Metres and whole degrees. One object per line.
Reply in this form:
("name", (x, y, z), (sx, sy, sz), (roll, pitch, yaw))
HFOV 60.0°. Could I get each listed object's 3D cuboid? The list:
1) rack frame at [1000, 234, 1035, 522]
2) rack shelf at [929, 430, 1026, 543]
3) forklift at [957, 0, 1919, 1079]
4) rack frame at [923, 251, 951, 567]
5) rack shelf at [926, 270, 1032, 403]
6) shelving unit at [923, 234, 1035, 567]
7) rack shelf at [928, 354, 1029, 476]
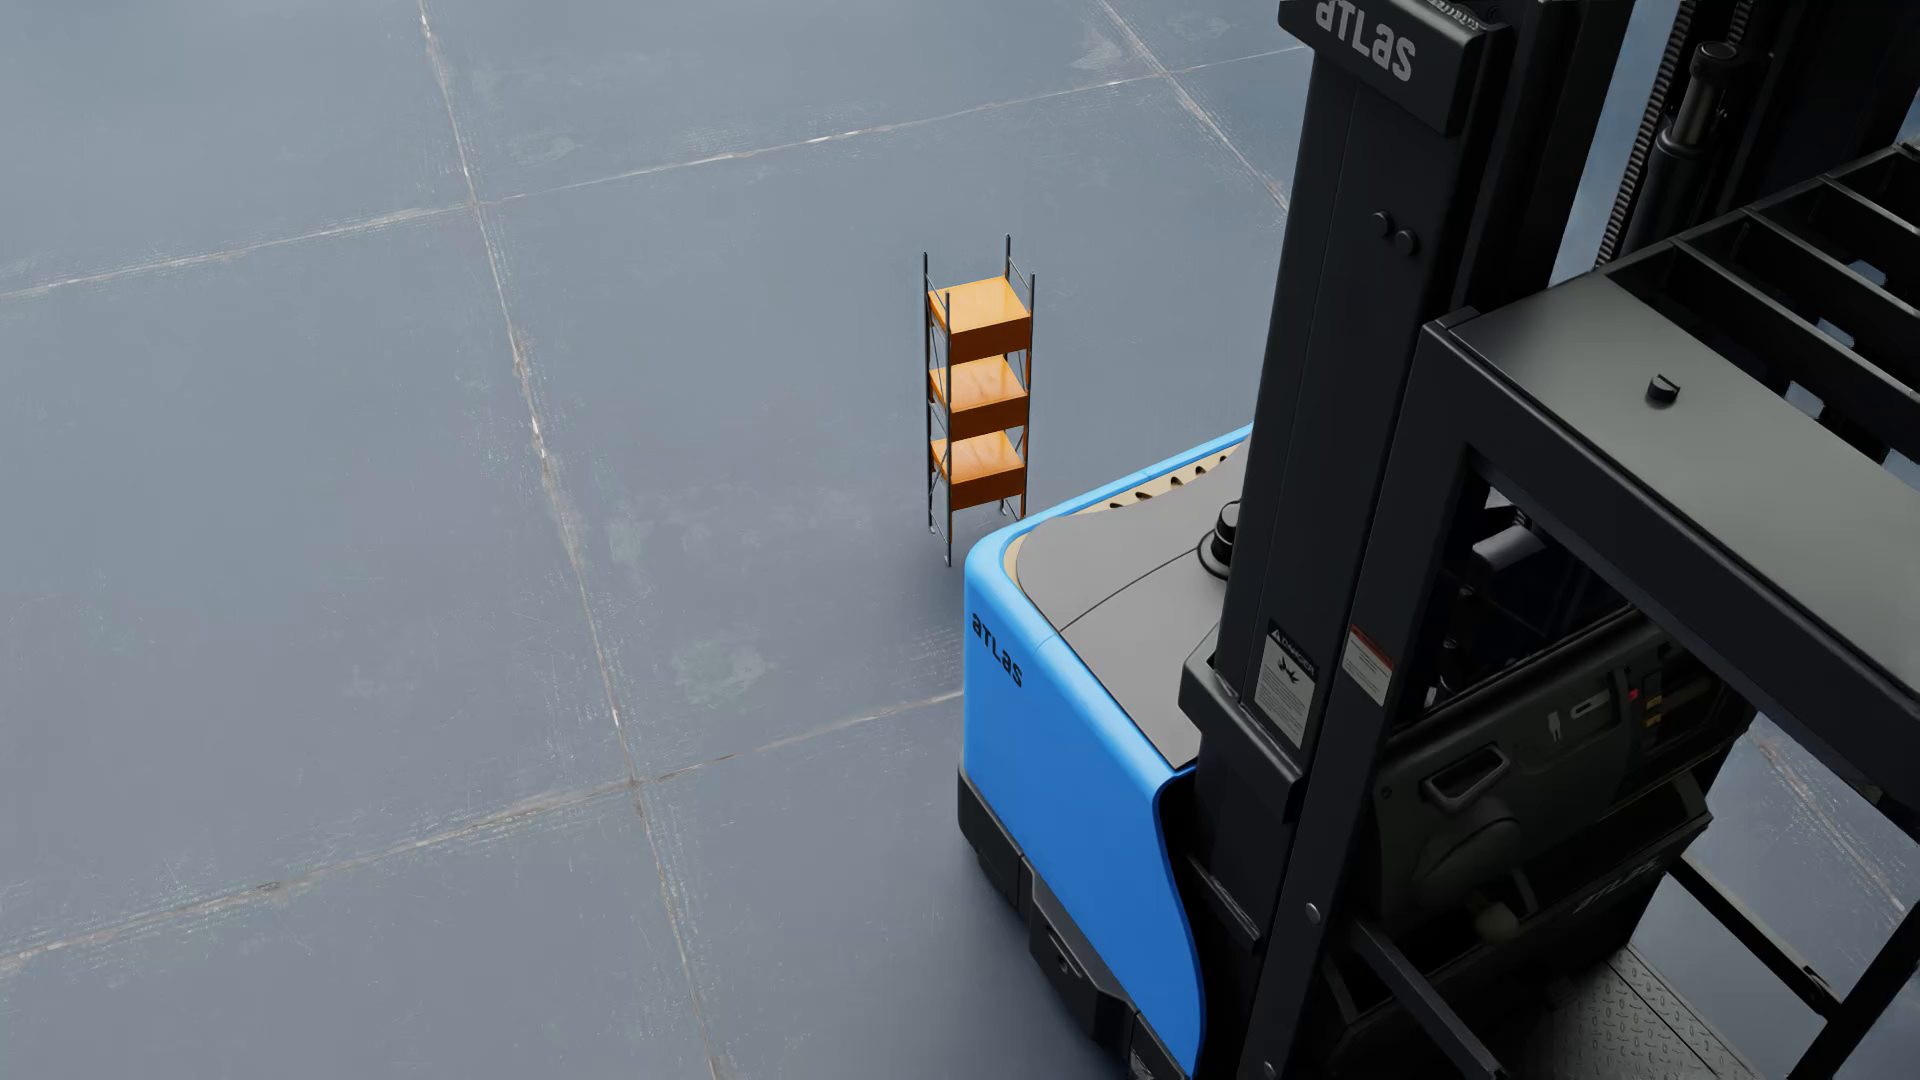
("rack frame", (0.165, -0.413, 4.920), (0.008, 1.050, 0.200), (-14, 47, -14))
("rack shelf", (0.050, -0.180, 5.095), (0.240, 0.259, 0.215), (-14, 47, -14))
("forklift", (1.176, 0.458, 2.724), (1.130, 2.935, 3.031), (-23, 49, -21))
("rack frame", (-0.064, -0.354, 4.862), (0.008, 1.050, 0.200), (-14, 47, -14))
("rack shelf", (0.050, -0.576, 4.697), (0.240, 0.259, 0.215), (-14, 47, -14))
("shelving unit", (0.050, -0.383, 4.891), (0.252, 1.050, 0.215), (-14, 47, -14))
("rack shelf", (0.050, -0.376, 4.898), (0.240, 0.259, 0.215), (-14, 47, -14))
